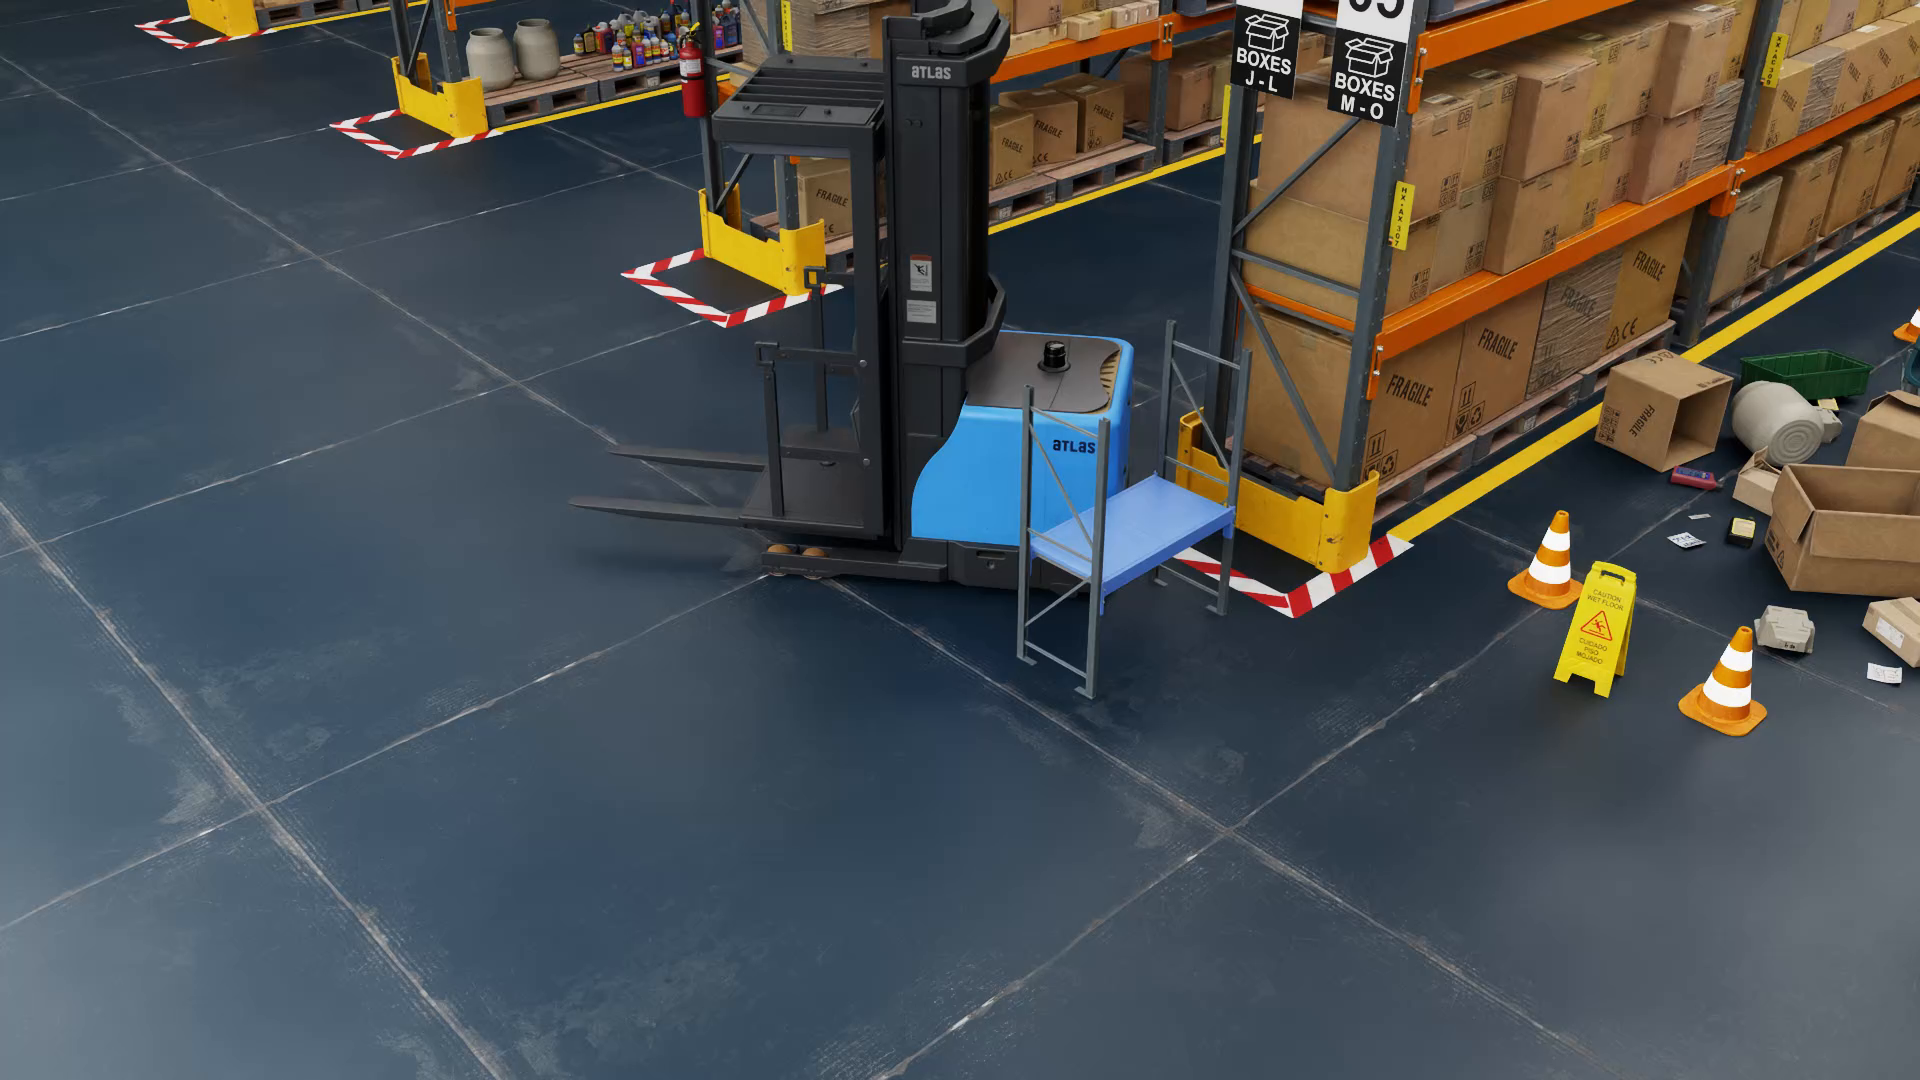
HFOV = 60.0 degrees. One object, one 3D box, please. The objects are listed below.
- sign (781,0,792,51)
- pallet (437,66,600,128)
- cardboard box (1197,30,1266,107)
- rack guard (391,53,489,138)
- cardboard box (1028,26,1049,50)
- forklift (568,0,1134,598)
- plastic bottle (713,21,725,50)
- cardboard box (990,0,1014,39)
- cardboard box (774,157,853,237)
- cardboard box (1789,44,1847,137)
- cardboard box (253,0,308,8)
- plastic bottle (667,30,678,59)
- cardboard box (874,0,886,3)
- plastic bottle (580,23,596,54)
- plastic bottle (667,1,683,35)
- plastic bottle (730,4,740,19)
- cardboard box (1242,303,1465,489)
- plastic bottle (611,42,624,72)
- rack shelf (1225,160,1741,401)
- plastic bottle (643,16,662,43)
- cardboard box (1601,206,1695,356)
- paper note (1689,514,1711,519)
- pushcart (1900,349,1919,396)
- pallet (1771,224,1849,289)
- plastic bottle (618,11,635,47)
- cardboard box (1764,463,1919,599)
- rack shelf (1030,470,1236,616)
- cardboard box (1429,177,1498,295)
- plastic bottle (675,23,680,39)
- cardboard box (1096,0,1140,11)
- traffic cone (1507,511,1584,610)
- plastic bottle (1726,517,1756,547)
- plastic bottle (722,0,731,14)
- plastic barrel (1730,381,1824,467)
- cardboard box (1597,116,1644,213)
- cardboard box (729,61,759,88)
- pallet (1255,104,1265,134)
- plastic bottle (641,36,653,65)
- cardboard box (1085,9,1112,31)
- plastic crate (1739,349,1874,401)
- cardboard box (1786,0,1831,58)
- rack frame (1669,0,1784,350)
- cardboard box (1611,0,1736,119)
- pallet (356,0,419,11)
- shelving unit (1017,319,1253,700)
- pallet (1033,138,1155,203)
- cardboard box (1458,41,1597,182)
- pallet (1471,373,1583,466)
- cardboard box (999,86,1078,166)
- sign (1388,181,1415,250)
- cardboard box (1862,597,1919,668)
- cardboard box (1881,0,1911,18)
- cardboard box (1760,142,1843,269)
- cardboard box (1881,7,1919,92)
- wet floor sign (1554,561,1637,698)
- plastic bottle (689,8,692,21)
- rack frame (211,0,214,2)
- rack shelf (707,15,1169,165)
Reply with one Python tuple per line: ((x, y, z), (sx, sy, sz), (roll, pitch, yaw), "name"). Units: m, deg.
((-1.172, -3.471, 11.221), (0.005, 0.325, 0.100), (-26, 40, -35), "sign")
((-4.285, -4.345, 16.154), (1.213, 0.211, 1.003), (-26, 40, -35), "pallet")
((2.630, -4.419, 15.576), (0.700, 0.500, 0.500), (25, 40, 35), "cardboard box")
((-4.885, -4.182, 15.611), (0.348, 0.500, 1.175), (-26, 40, -35), "rack guard")
((0.484, -4.008, 13.170), (0.250, 0.149, 0.380), (-26, 40, -35), "cardboard box")
((-0.614, -1.305, 8.574), (3.031, 2.935, 1.130), (5, 32, 8), "forklift")
((-2.484, -5.171, 17.013), (0.133, 0.283, 0.061), (-23, 38, -32), "plastic bottle")
((-0.063, -4.220, 12.895), (0.500, 0.500, 0.875), (-26, 40, -35), "cardboard box")
((-1.072, -2.637, 12.681), (0.500, 0.500, 0.500), (-18, 36, -27), "cardboard box")
((5.629, -3.100, 11.349), (0.500, 0.500, 0.500), (-25, 40, -35), "cardboard box")
((-7.729, -6.211, 18.766), (0.500, 0.250, 0.500), (-26, 40, -35), "cardboard box")
((-2.894, -4.980, 16.713), (0.097, 0.271, 0.097), (0, 31, 0), "plastic bottle")
((-0.581, -4.171, 11.856), (0.500, 0.500, 0.500), (-26, 40, -35), "cardboard box")
((-3.787, -5.100, 16.898), (0.133, 0.283, 0.061), (-25, 39, -34), "plastic bottle")
((-2.988, -5.486, 17.463), (0.144, 0.351, 0.185), (27, 41, 37), "plastic bottle")
((-2.350, -5.397, 17.318), (0.185, 0.351, 0.144), (-26, 40, -35), "plastic bottle")
((2.210, -0.914, 9.504), (0.875, 0.875, 0.875), (-26, 40, -35), "cardboard box")
((-3.367, -4.751, 16.339), (0.097, 0.271, 0.097), (0, 31, 0), "plastic bottle")
((3.224, -1.778, 9.973), (4.000, 0.370, 1.077), (-26, 40, -35), "rack shelf")
((-3.180, -5.255, 17.158), (0.135, 0.276, 0.152), (-26, 40, -35), "plastic bottle")
((4.182, -1.871, 11.069), (0.875, 0.875, 0.875), (-25, 39, -35), "cardboard box")
((4.209, -0.134, 9.459), (0.123, 0.001, 0.032), (-7, 32, -11), "paper note")
((6.543, -0.673, 9.988), (1.648, 0.377, 0.936), (15, 34, 23), "pushcart")
((6.100, -2.343, 12.879), (1.213, 0.211, 1.003), (-26, 40, -35), "pallet")
((-3.436, -5.269, 17.109), (0.185, 0.351, 0.144), (-24, 39, -34), "plastic bottle")
((4.764, -0.045, 8.841), (0.797, 0.503, 0.637), (4, 32, 6), "cardboard box")
((0.833, -0.002, 8.161), (1.000, 0.185, 0.538), (-27, 41, -37), "rack shelf")
((2.387, -1.792, 9.162), (0.550, 0.550, 0.875), (-26, 40, -35), "cardboard box")
((-2.824, -5.115, 16.921), (0.133, 0.283, 0.061), (-26, 40, -35), "plastic bottle")
((1.020, -4.762, 13.781), (0.500, 0.500, 0.875), (-26, 40, -35), "cardboard box")
((3.112, 0.061, 8.706), (0.334, 0.463, 0.336), (-26, 40, -35), "traffic cone")
((4.368, -0.061, 9.291), (0.133, 0.061, 0.283), (15, 34, 23), "plastic bottle")
((-2.507, -5.701, 17.892), (0.097, 0.271, 0.097), (0, 31, 0), "plastic bottle")
((4.902, -0.706, 10.000), (0.421, 0.421, 0.512), (-1, 31, -2), "plastic barrel")
((3.564, -2.373, 10.112), (0.550, 0.550, 0.875), (-26, 40, -35), "cardboard box")
((-1.472, -3.382, 12.146), (0.250, 0.149, 0.380), (-26, 40, -35), "cardboard box")
((2.857, -4.250, 15.998), (1.213, 0.211, 1.003), (-26, 40, -35), "pallet")
((-3.116, -4.873, 16.537), (0.097, 0.271, 0.097), (0, 31, 0), "plastic bottle")
((1.021, -4.281, 13.617), (0.250, 0.149, 0.380), (-26, 40, -35), "cardboard box")
((5.454, -1.057, 10.743), (0.662, 0.188, 0.450), (-7, 22, -11), "plastic crate")
((5.426, -3.626, 11.250), (0.500, 0.500, 0.700), (-27, 40, -36), "cardboard box")
((4.691, -2.795, 10.945), (0.127, 3.000, 1.000), (-26, 40, -35), "rack frame")
((4.072, -2.962, 10.040), (0.550, 0.550, 0.875), (-26, 40, -35), "cardboard box")
((-6.847, -6.628, 19.887), (1.213, 0.211, 1.003), (-26, 40, -35), "pallet")
((0.833, -0.156, 8.067), (1.048, 1.500, 0.538), (-27, 41, -37), "shelving unit")
((0.924, -3.287, 14.422), (1.213, 0.211, 1.003), (-26, 40, -35), "pallet")
((2.899, -2.394, 9.112), (0.550, 0.550, 0.875), (-26, 40, -35), "cardboard box")
((3.185, -0.930, 10.569), (1.213, 0.211, 1.003), (-26, 40, -35), "pallet")
((0.657, -3.508, 14.105), (0.500, 0.500, 0.500), (-13, 34, -21), "cardboard box")
((2.130, -1.565, 8.028), (0.005, 0.325, 0.100), (-26, 40, -35), "sign")
((4.784, 0.461, 8.354), (0.250, 0.149, 0.380), (-7, 32, -11), "cardboard box")
((6.543, -4.165, 12.131), (0.500, 0.500, 0.700), (-27, 40, -36), "cardboard box")
((5.795, -2.609, 12.396), (0.750, 0.750, 1.050), (-26, 40, -35), "cardboard box")
((6.743, -3.640, 12.232), (0.500, 0.500, 0.500), (-27, 40, -36), "cardboard box")
((3.082, 0.396, 7.984), (0.267, 0.644, 0.232), (22, 37, 31), "wet floor sign")
((-2.751, -5.498, 17.483), (0.185, 0.351, 0.144), (-26, 40, -35), "plastic bottle")
((-8.274, -7.100, 17.986), (0.127, 3.000, 1.000), (-26, 40, -35), "rack frame")
((-0.074, -3.712, 13.134), (4.000, 0.370, 1.077), (-26, 40, -35), "rack shelf")
